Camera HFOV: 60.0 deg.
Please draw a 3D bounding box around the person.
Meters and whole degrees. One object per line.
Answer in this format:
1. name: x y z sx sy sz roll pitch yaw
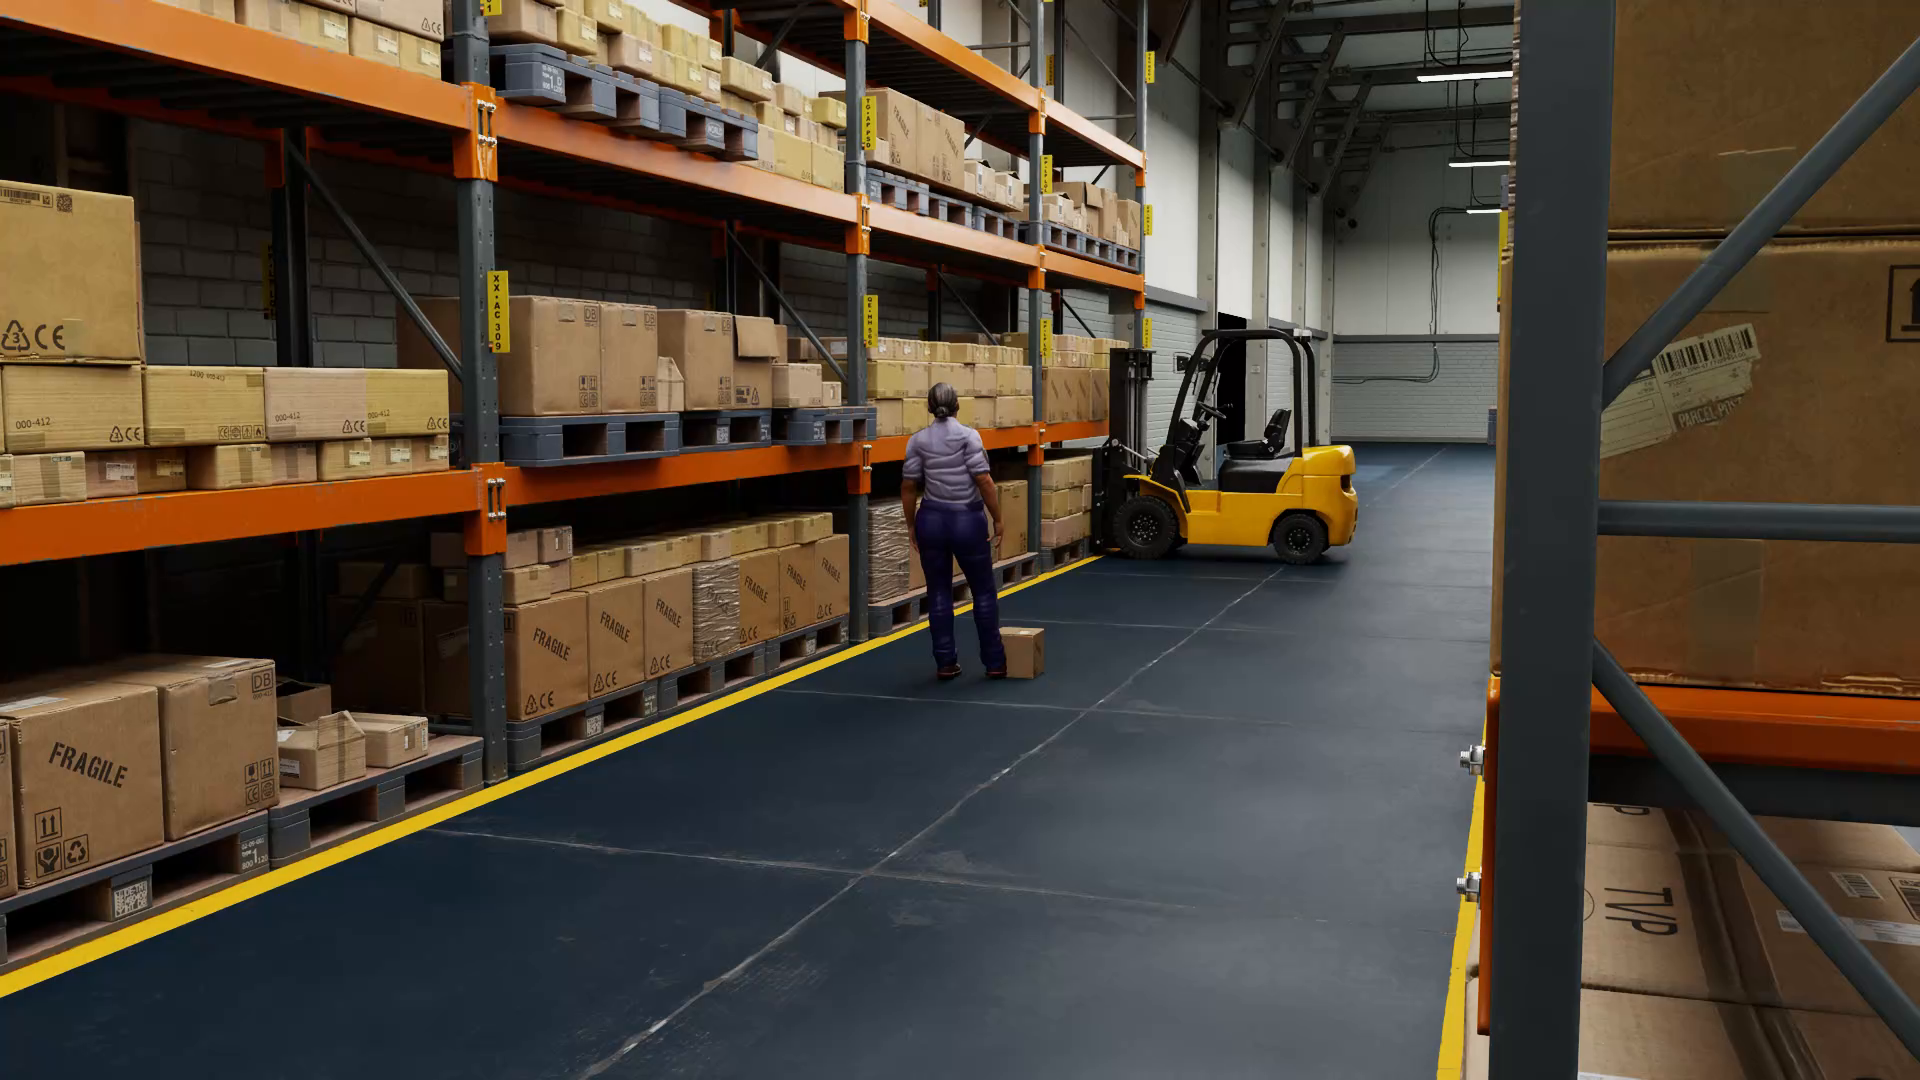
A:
1. person: 0.001 -0.050 9.320 0.598 1.640 0.502 2 6 19
